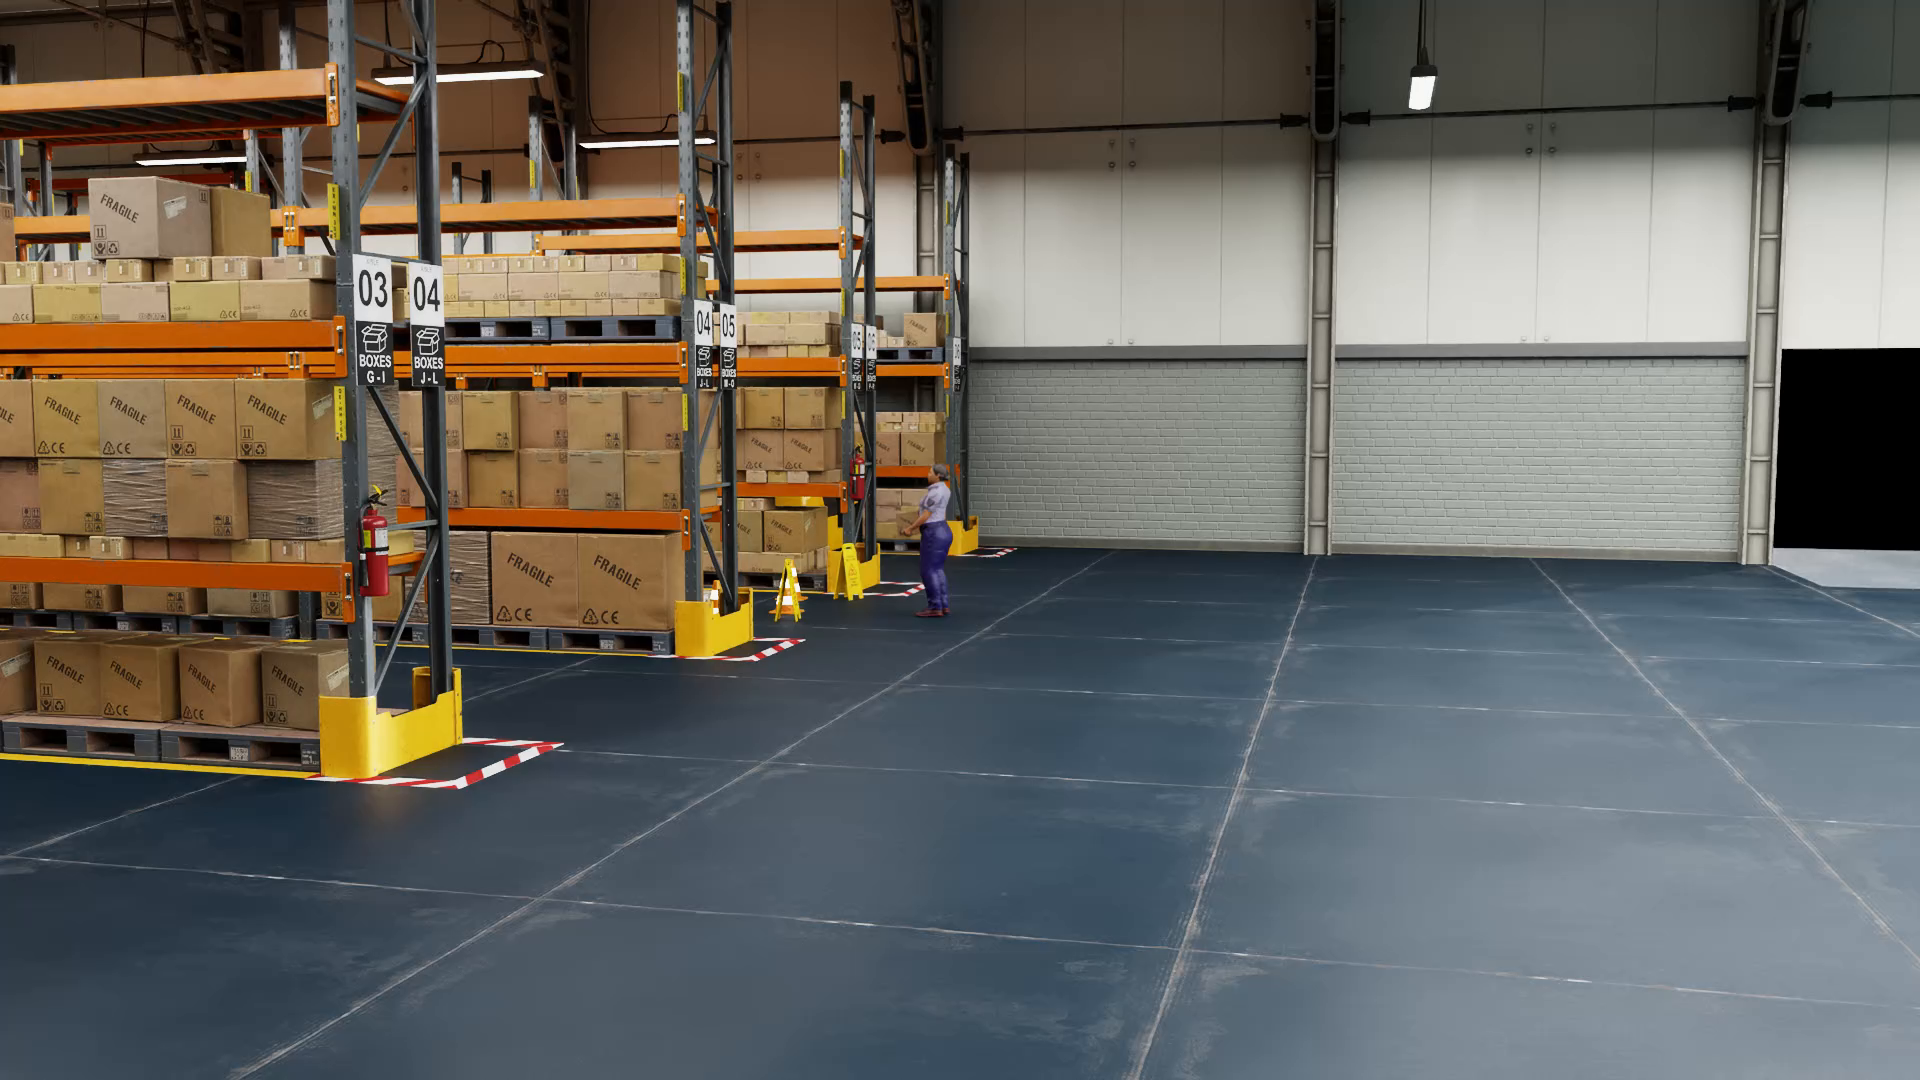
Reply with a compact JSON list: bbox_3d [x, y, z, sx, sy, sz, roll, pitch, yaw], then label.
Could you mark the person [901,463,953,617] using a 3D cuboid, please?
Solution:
[{"bbox_3d":[-0.349,-0.001,17.795,0.515,1.625,0.453,1,5,15],"label":"person"}]
